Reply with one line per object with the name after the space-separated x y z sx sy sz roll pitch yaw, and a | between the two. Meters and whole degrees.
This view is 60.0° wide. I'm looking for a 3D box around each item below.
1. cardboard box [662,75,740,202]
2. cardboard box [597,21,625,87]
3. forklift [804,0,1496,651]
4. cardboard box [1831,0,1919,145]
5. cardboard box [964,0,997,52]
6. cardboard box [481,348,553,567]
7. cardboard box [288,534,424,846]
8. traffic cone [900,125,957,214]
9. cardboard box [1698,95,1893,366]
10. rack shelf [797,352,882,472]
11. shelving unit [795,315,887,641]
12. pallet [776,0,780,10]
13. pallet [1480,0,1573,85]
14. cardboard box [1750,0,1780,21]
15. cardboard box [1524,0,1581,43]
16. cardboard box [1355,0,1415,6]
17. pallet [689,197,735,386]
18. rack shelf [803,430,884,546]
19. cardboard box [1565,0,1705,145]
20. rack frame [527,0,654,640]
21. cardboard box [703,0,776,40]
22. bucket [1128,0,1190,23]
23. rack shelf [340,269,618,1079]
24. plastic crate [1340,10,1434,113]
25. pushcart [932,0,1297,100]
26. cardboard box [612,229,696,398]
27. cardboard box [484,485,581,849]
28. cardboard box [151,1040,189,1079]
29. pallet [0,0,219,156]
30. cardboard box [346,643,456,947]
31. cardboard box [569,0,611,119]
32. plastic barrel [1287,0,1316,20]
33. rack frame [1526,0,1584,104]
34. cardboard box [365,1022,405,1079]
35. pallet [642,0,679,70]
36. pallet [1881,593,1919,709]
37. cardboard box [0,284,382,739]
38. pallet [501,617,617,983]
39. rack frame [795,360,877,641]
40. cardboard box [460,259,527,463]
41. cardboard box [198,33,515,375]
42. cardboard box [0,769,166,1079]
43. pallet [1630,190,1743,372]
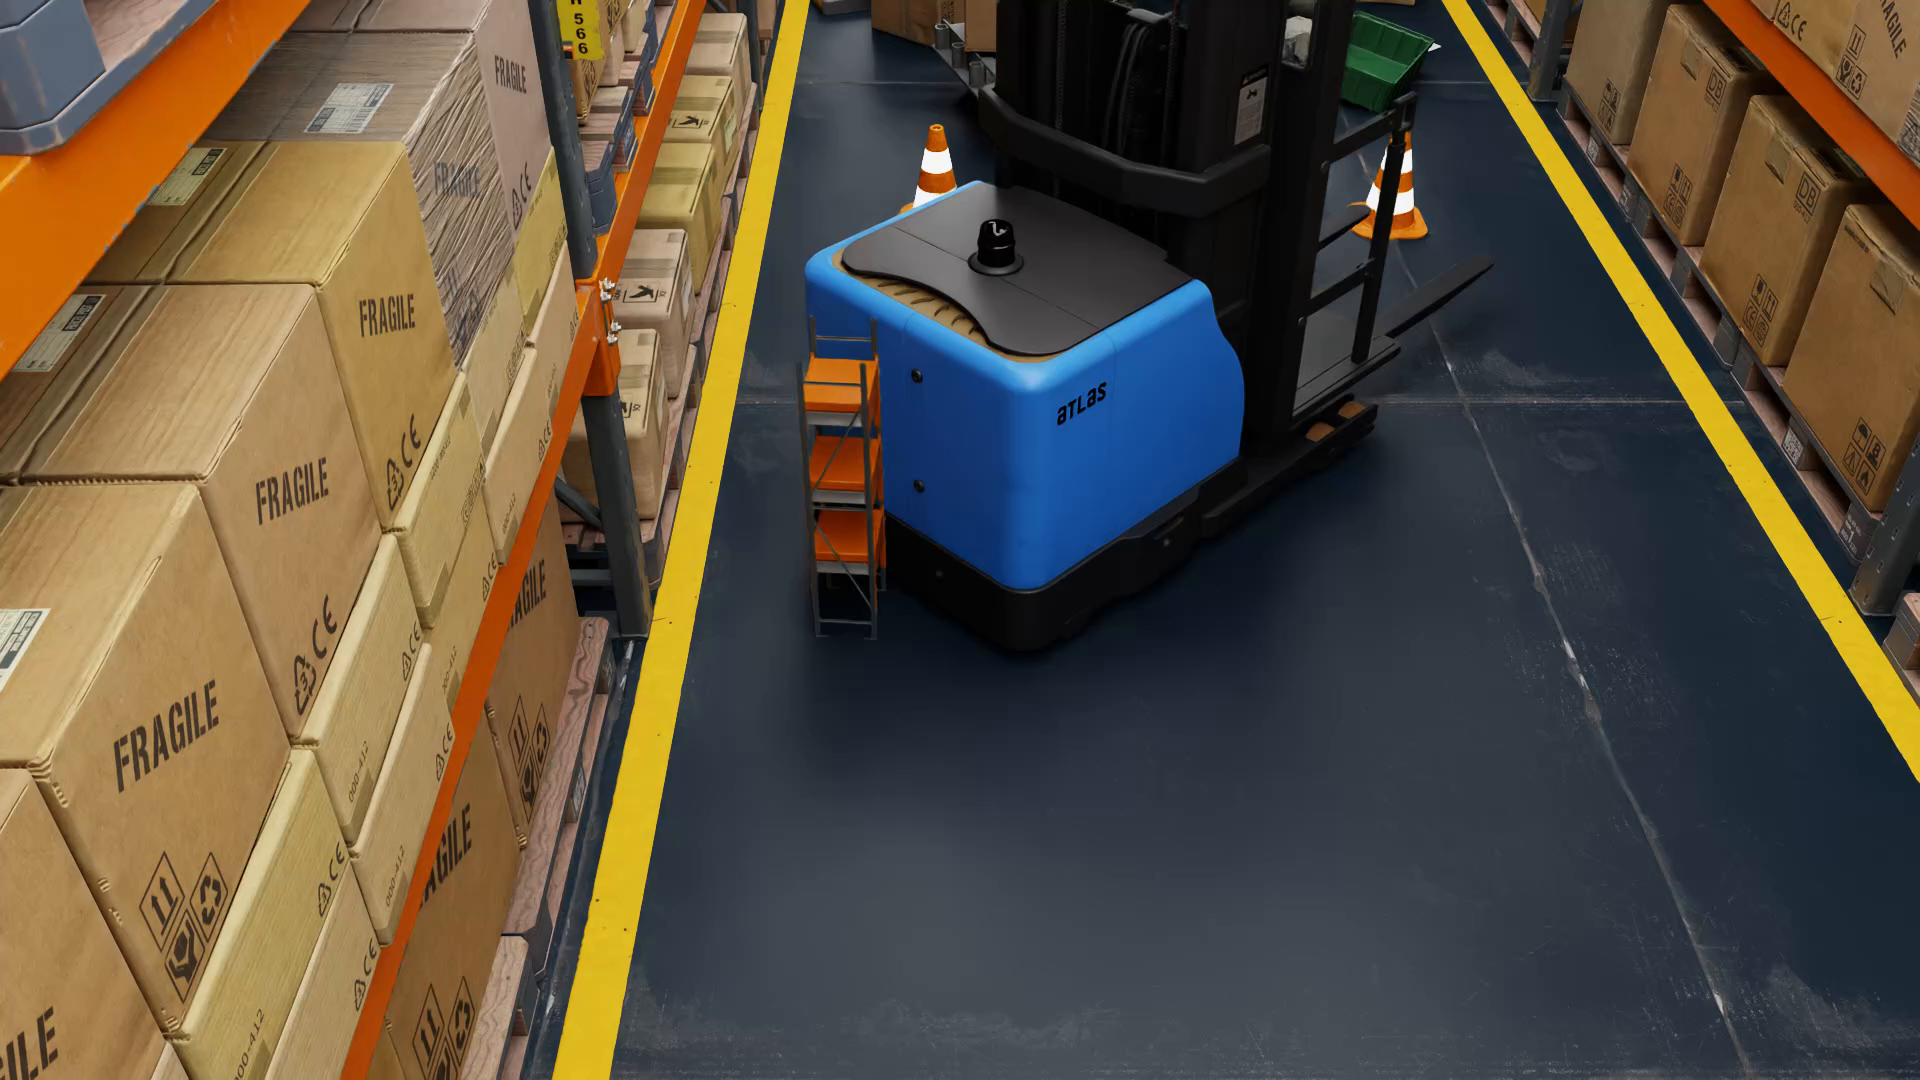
-1.500 -1.749 7.300 0.950 0.372 0.625 2 39 3 | cardboard box
-1.238 -1.504 5.094 0.380 0.149 0.250 -2 39 -3 | cardboard box
0.900 -1.612 5.417 3.031 2.935 1.130 -32 49 -33 | forklift
3.179 -1.586 5.251 0.500 0.500 0.500 0 39 0 | cardboard box
0.273 -2.729 8.150 0.500 0.500 0.500 0 39 0 | cardboard box
-1.226 -0.193 3.712 0.500 0.250 0.500 1 39 1 | cardboard box
-1.222 0.245 2.766 0.500 0.250 0.500 -1 39 -1 | cardboard box
-0.106 -1.624 7.407 0.336 0.463 0.334 0 39 0 | traffic cone
3.532 -1.167 6.271 1.050 0.750 0.750 1 39 1 | cardboard box
-0.355 -0.381 4.950 0.215 0.259 0.240 3 39 4 | rack shelf
-0.355 -0.168 5.120 0.215 1.050 0.252 3 39 4 | shelving unit
-1.547 -3.485 9.930 1.003 0.211 1.213 0 39 0 | pallet
3.520 -2.843 9.128 1.003 0.211 1.213 0 39 0 | pallet
3.174 -2.219 6.041 0.500 0.500 0.500 1 39 1 | cardboard box
3.512 -3.183 8.687 0.875 0.875 0.875 1 39 1 | cardboard box
2.415 -3.451 9.654 0.500 0.500 0.500 6 39 8 | cardboard box
-1.500 -1.049 6.890 1.003 0.211 1.213 0 39 0 | pallet
-0.355 -0.160 5.127 0.215 0.259 0.240 3 39 4 | rack shelf
3.534 -2.353 7.751 1.050 0.750 0.750 0 39 0 | cardboard box
-1.502 -0.887 4.458 1.000 3.000 0.127 0 39 0 | rack frame
-1.238 -2.849 8.769 0.500 0.250 0.500 -2 39 -2 | cardboard box
1.137 -2.854 8.315 0.726 0.611 0.620 13 50 15 | bucket
-1.500 0.644 3.123 1.077 0.370 4.000 0 39 0 | rack shelf
2.133 -2.488 8.659 0.450 0.188 0.662 27 45 16 | plastic crate
0.773 -2.398 8.441 1.648 0.377 0.936 -13 40 -16 | pushcart
-1.502 -0.840 6.165 0.950 0.372 0.625 -1 39 -1 | cardboard box
-1.585 0.210 4.452 0.875 0.875 0.875 0 39 0 | cardboard box
-1.245 0.876 1.978 0.500 0.250 0.500 1 39 1 | cardboard box
-1.444 -0.882 2.204 1.003 0.211 1.213 2 39 2 | pallet
-1.212 0.441 2.921 0.500 0.250 0.500 -1 39 -1 | cardboard box
-1.271 -1.488 4.554 0.500 0.500 0.500 -1 39 -1 | cardboard box
1.908 -3.158 9.353 0.512 0.421 0.421 28 46 30 | plastic barrel
3.443 -3.455 7.663 1.000 3.000 0.127 0 39 0 | rack frame
-1.587 1.327 3.059 0.875 0.875 0.875 1 39 1 | cardboard box
-1.546 -2.050 6.063 1.003 0.211 1.213 0 39 0 | pallet
3.447 0.623 4.804 1.003 0.211 1.213 0 39 0 | pallet
-1.244 -0.045 2.528 0.500 0.500 0.500 -1 39 -1 | cardboard box
-1.577 0.694 4.715 1.003 0.211 1.213 0 39 0 | pallet
-0.365 -0.092 5.026 0.200 1.050 0.008 3 39 4 | rack frame
-1.243 -0.400 3.571 0.500 0.250 0.500 -1 39 -1 | cardboard box
-1.231 -0.672 3.311 0.500 0.500 0.500 1 39 1 | cardboard box
-1.239 0.592 1.734 0.500 0.500 0.500 0 39 0 | cardboard box
3.523 -1.120 6.979 1.003 0.211 1.213 0 39 0 | pallet
